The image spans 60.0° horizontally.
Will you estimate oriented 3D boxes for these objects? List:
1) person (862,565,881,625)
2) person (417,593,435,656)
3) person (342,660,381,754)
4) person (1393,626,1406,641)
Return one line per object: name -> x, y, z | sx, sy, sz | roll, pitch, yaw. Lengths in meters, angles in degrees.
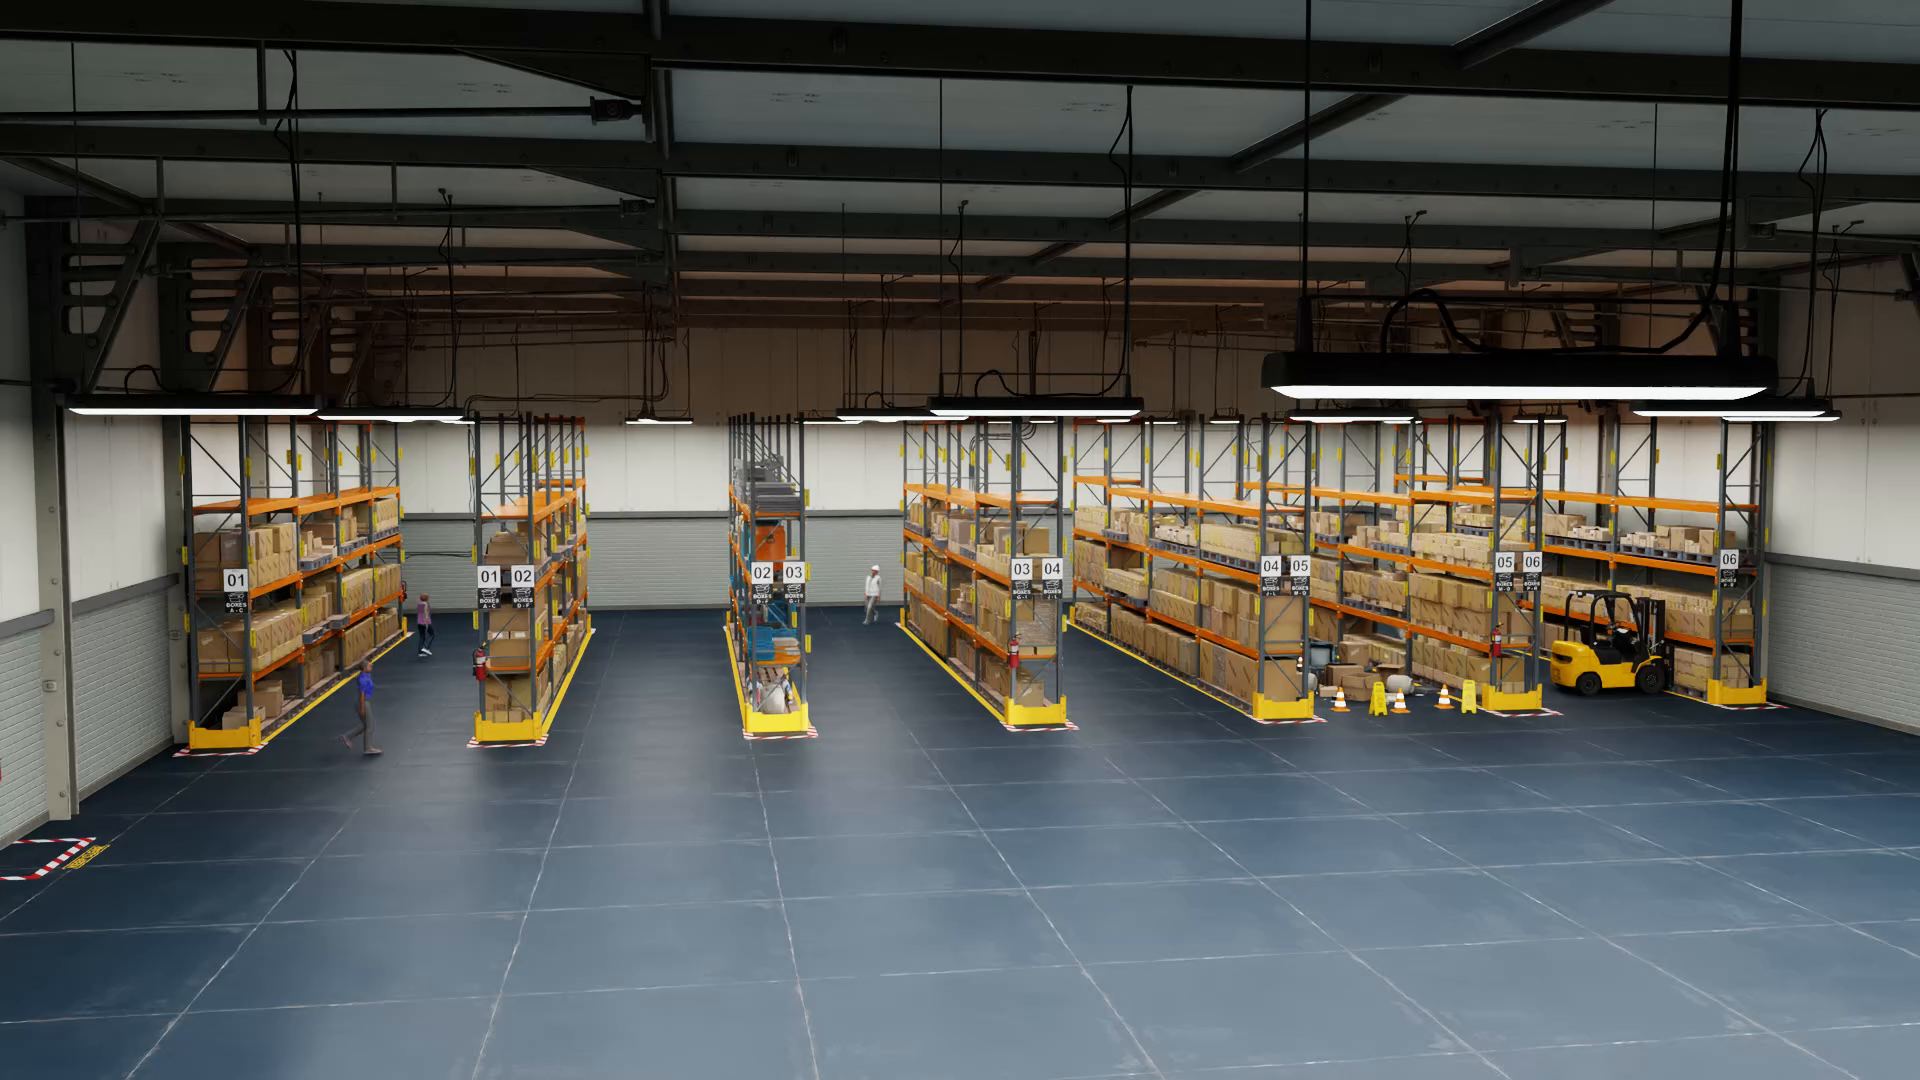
person -> -2.490, 1.590, 48.089 | 0.546, 1.733, 0.832 | 3, 5, 34
person -> -13.346, 2.119, 41.365 | 0.428, 1.547, 0.453 | 1, 4, 19
person -> -10.481, 2.911, 29.071 | 0.667, 1.639, 0.439 | -1, 4, -13
person -> 11.675, 1.926, 43.766 | 0.485, 1.697, 0.388 | -3, 5, -36
